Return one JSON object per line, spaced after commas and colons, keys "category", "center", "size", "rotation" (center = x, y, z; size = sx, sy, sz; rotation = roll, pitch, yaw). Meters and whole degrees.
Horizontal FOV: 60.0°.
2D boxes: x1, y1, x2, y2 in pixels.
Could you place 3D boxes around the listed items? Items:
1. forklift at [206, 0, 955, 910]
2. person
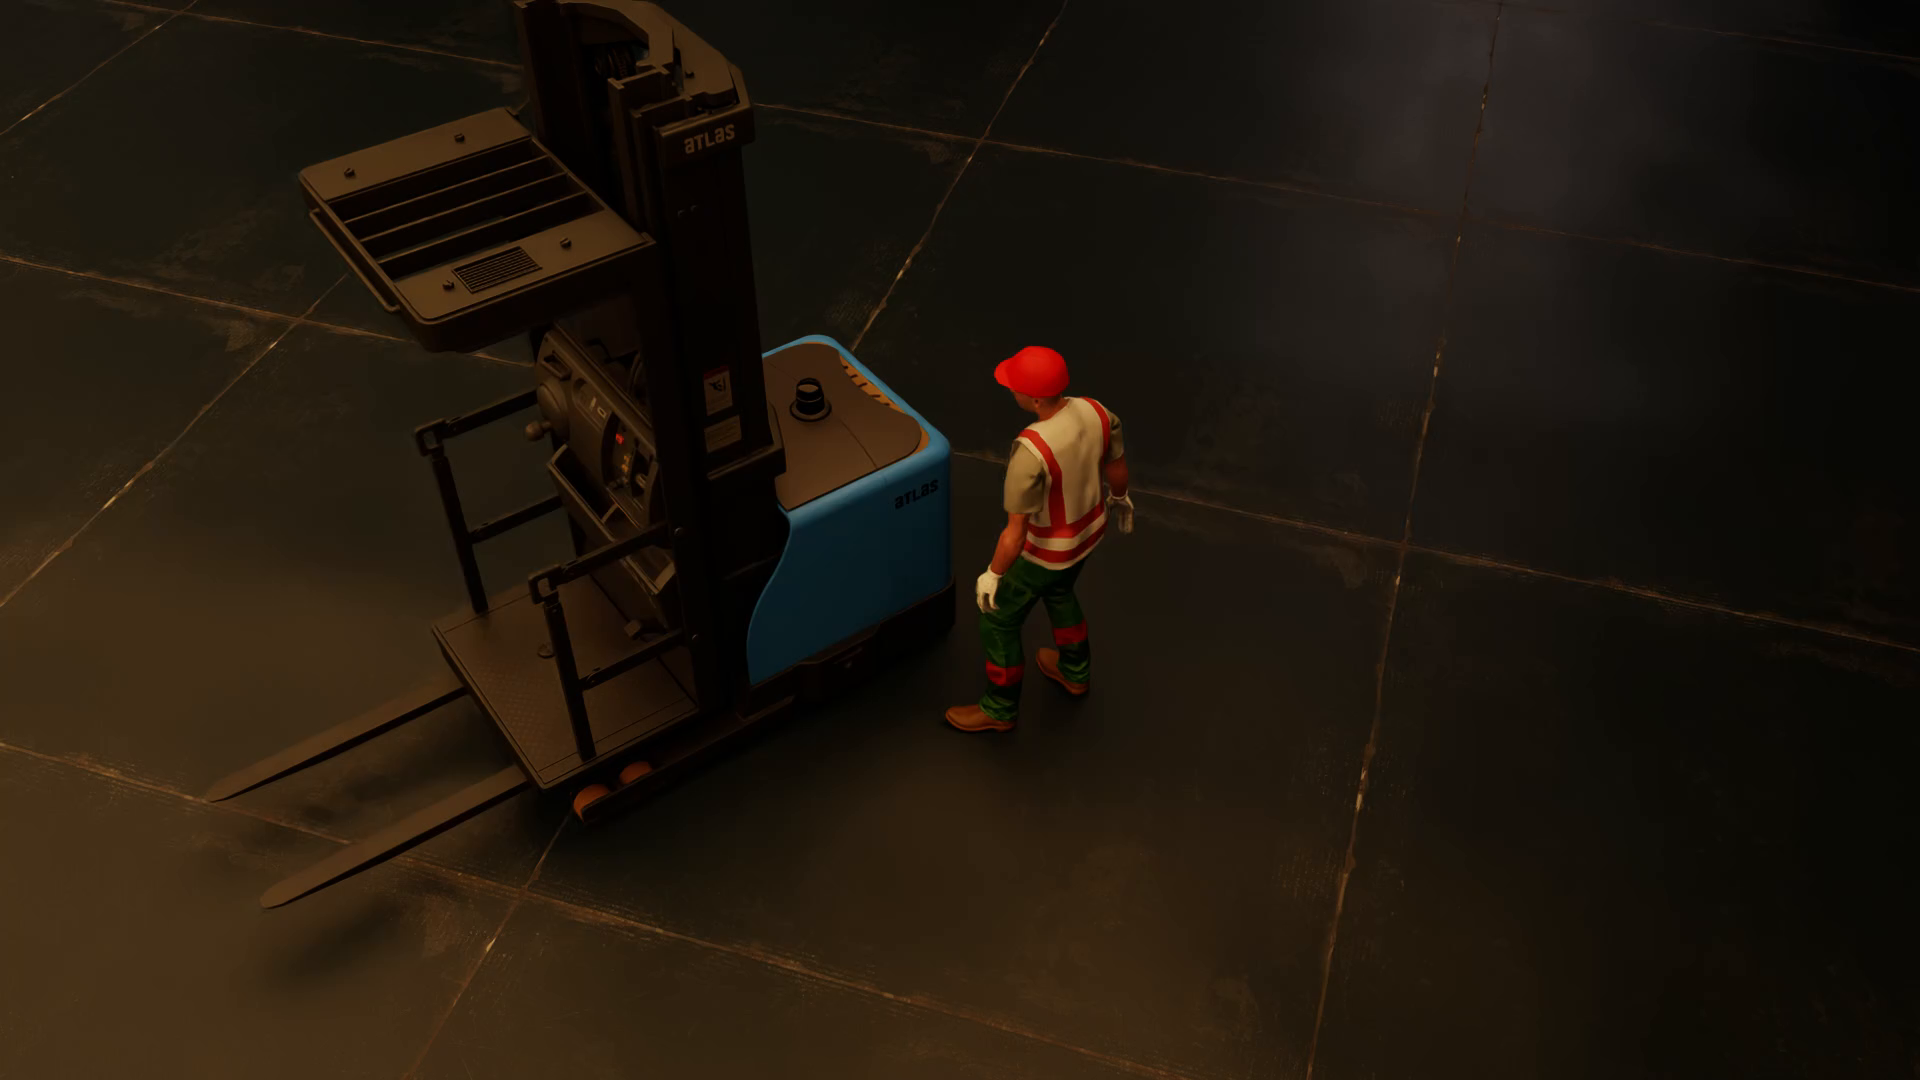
{"category": "forklift", "center": [-1.512, -0.353, 6.068], "size": [3.031, 2.935, 1.130], "rotation": [-26, 49, -26]}
{"category": "person", "center": [0.324, -0.019, 6.576], "size": [0.430, 1.750, 0.848], "rotation": [31, 51, 29]}
